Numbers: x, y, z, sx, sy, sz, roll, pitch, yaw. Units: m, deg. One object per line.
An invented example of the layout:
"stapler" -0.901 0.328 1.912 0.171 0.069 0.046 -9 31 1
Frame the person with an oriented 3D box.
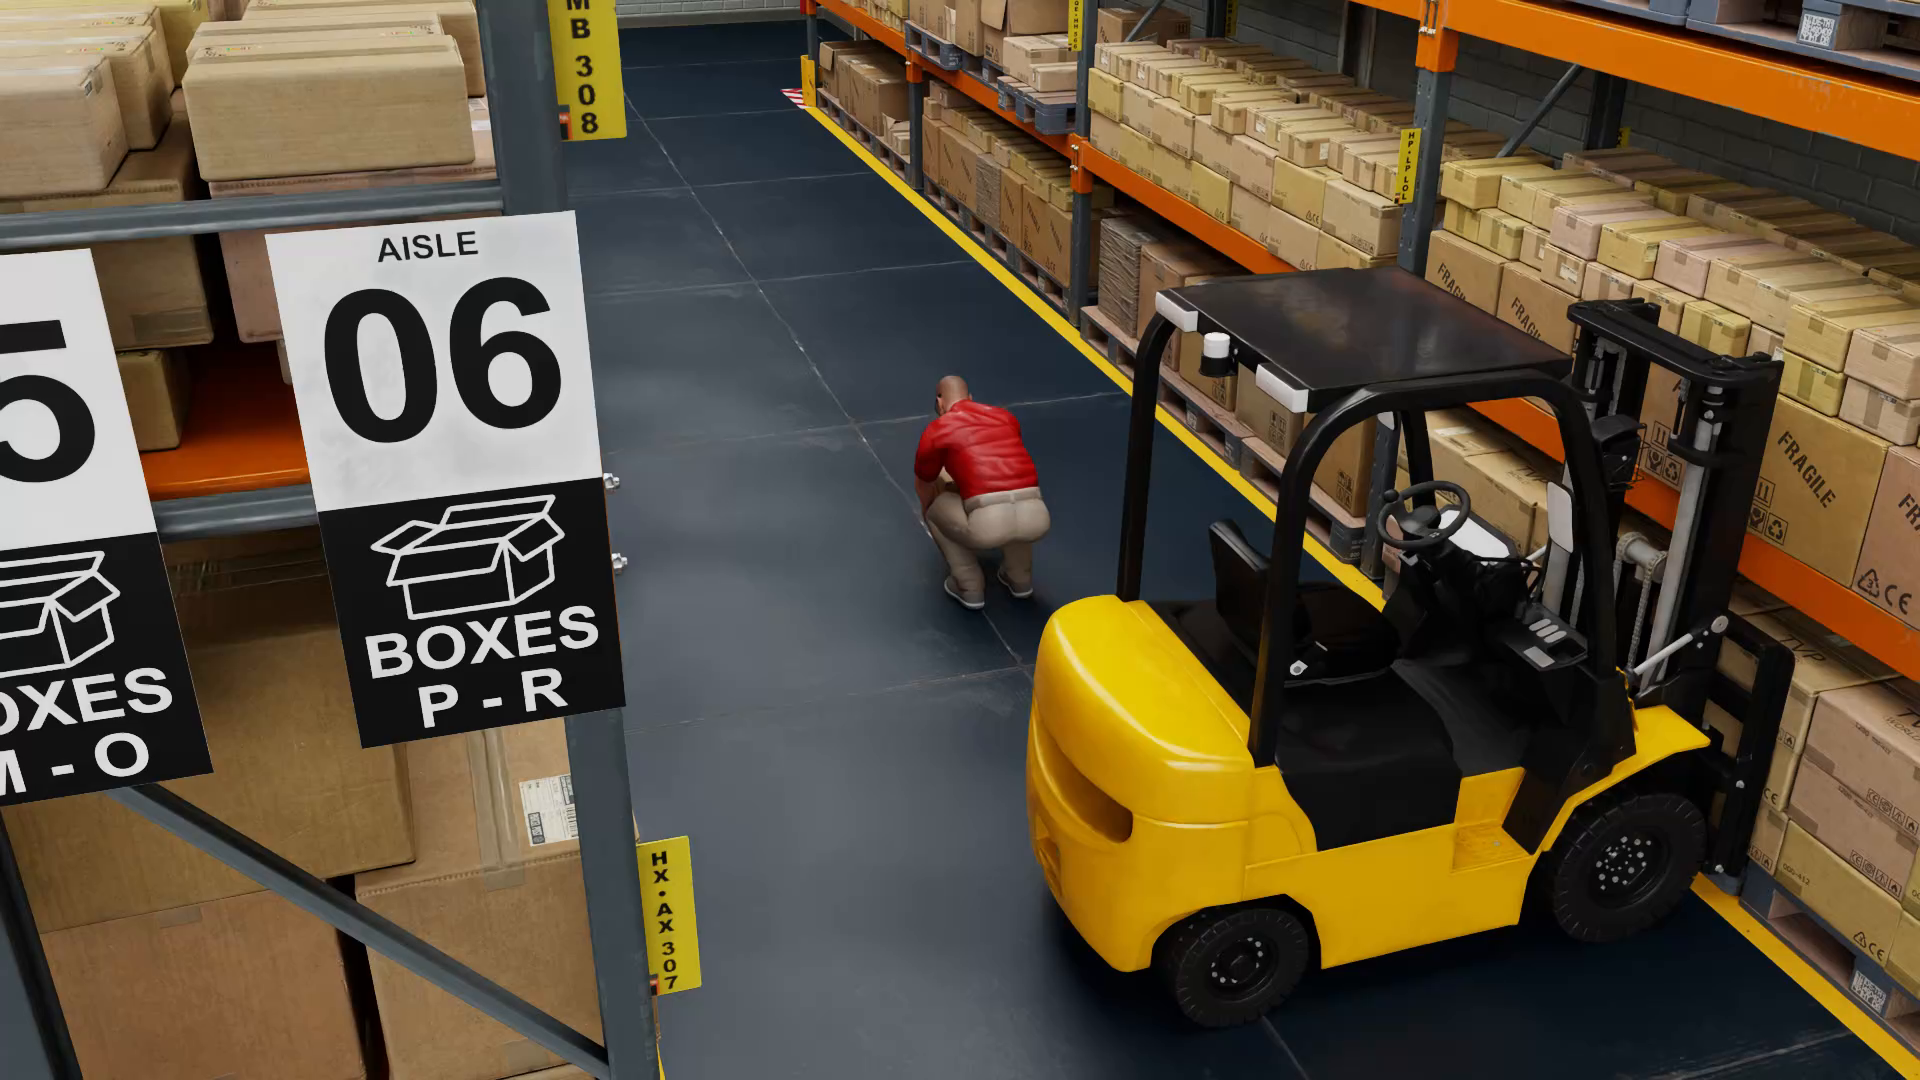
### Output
"person" 0.090 -0.231 7.958 0.558 0.983 0.883 -8 27 -16
